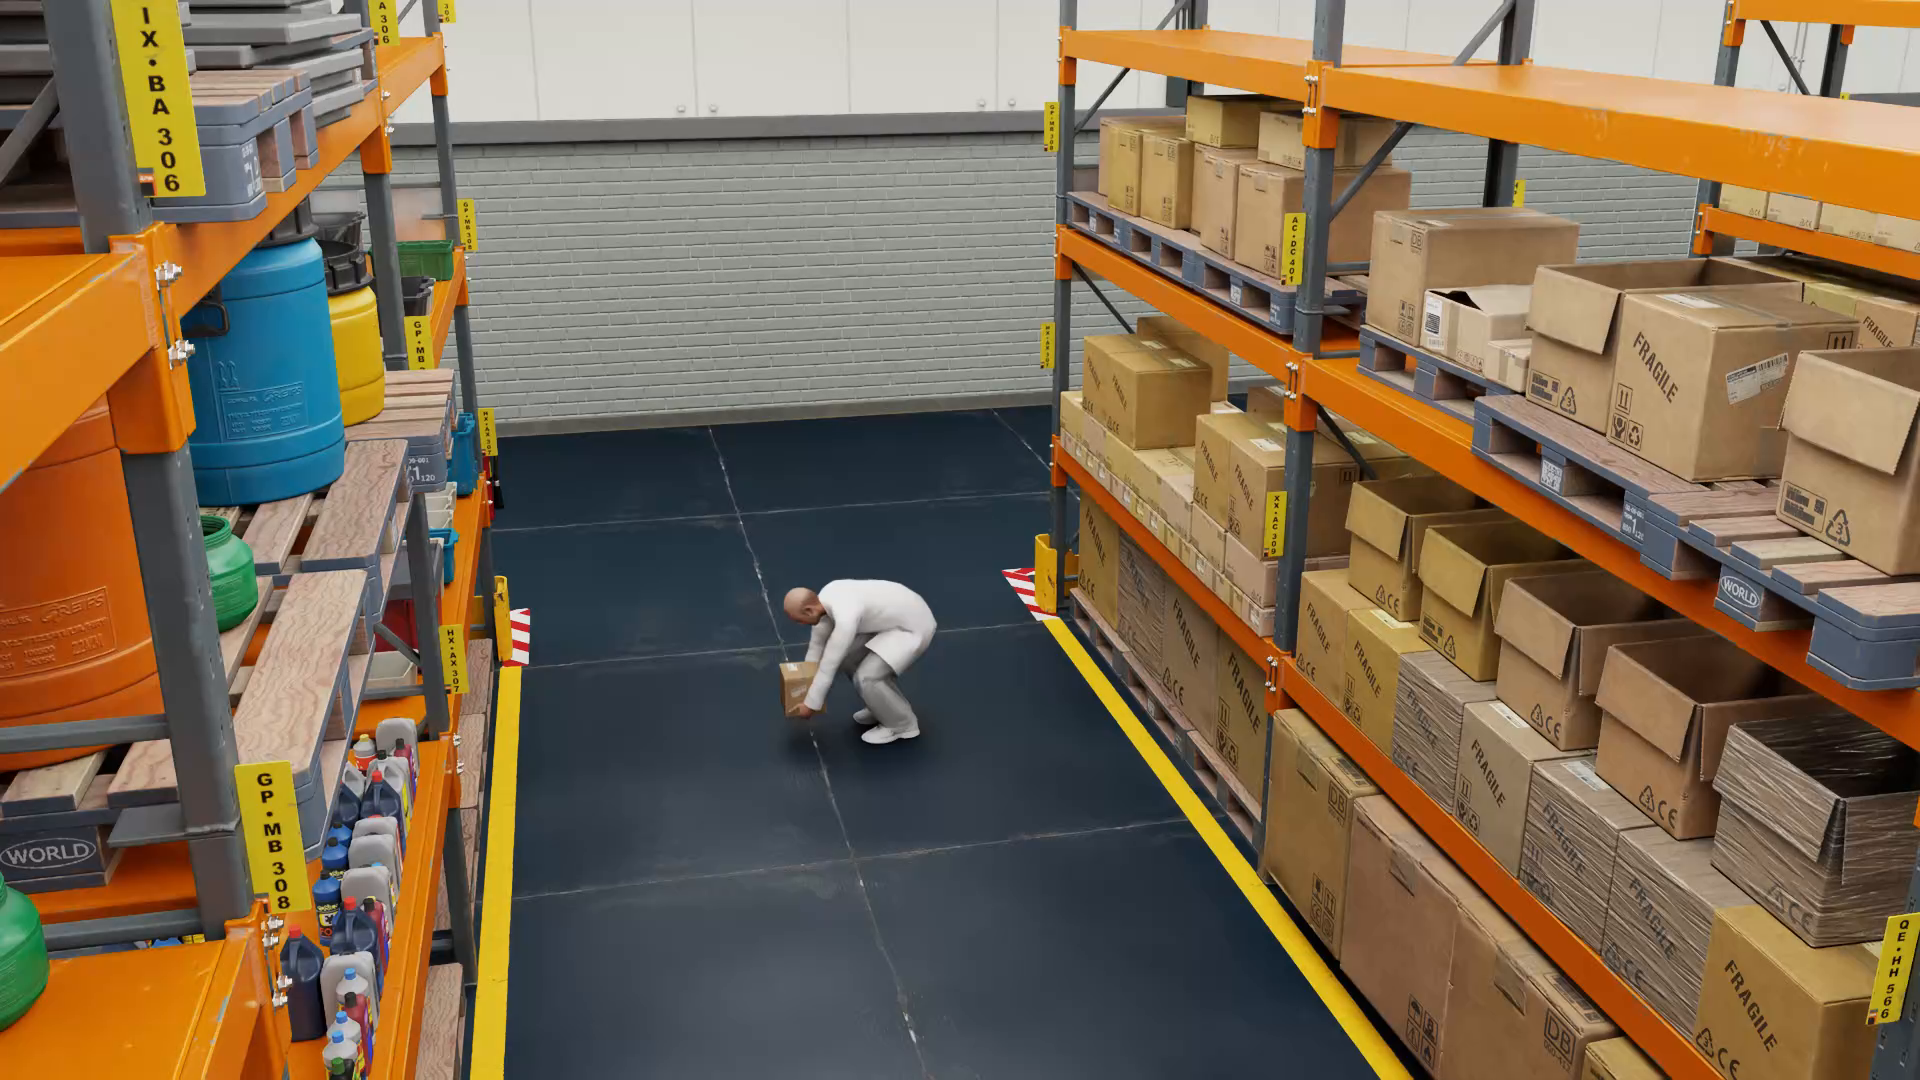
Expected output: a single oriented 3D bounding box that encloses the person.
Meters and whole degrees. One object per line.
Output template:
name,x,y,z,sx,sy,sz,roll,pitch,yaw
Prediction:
person,-0.611,0.724,10.186,0.945,1.010,0.594,-5,20,-15
